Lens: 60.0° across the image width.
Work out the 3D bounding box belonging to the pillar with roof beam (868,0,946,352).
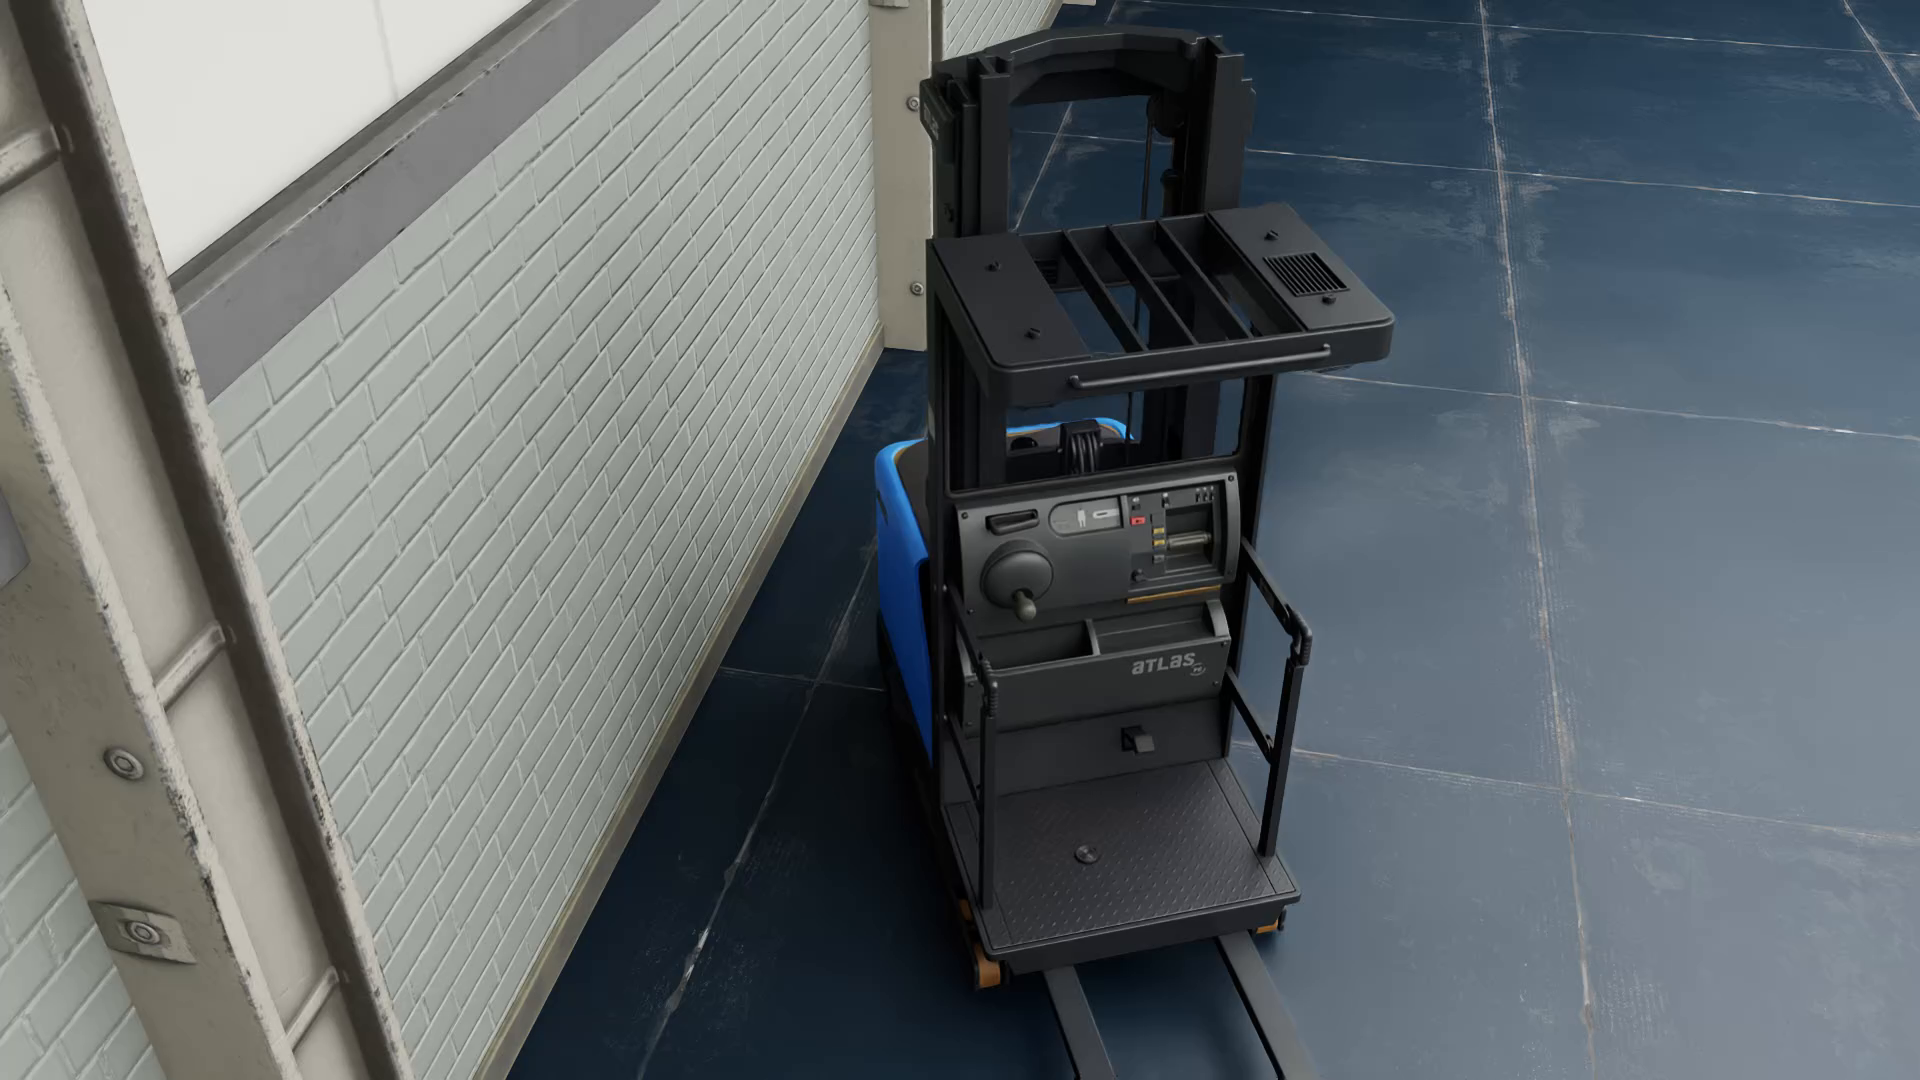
[{"bbox_3d":[3.944,-4.275,5.980,9.100,9.000,0.400,7,37,10],"label":"pillar with roof beam"}]

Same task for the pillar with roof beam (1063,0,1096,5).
[{"bbox_3d":[5.225,-7.714,10.726,9.100,9.000,0.400,7,37,10],"label":"pillar with roof beam"}]

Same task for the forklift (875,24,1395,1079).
[{"bbox_3d":[0.501,0.083,5.138,1.130,2.935,3.031,-8,37,-11],"label":"forklift"}]
